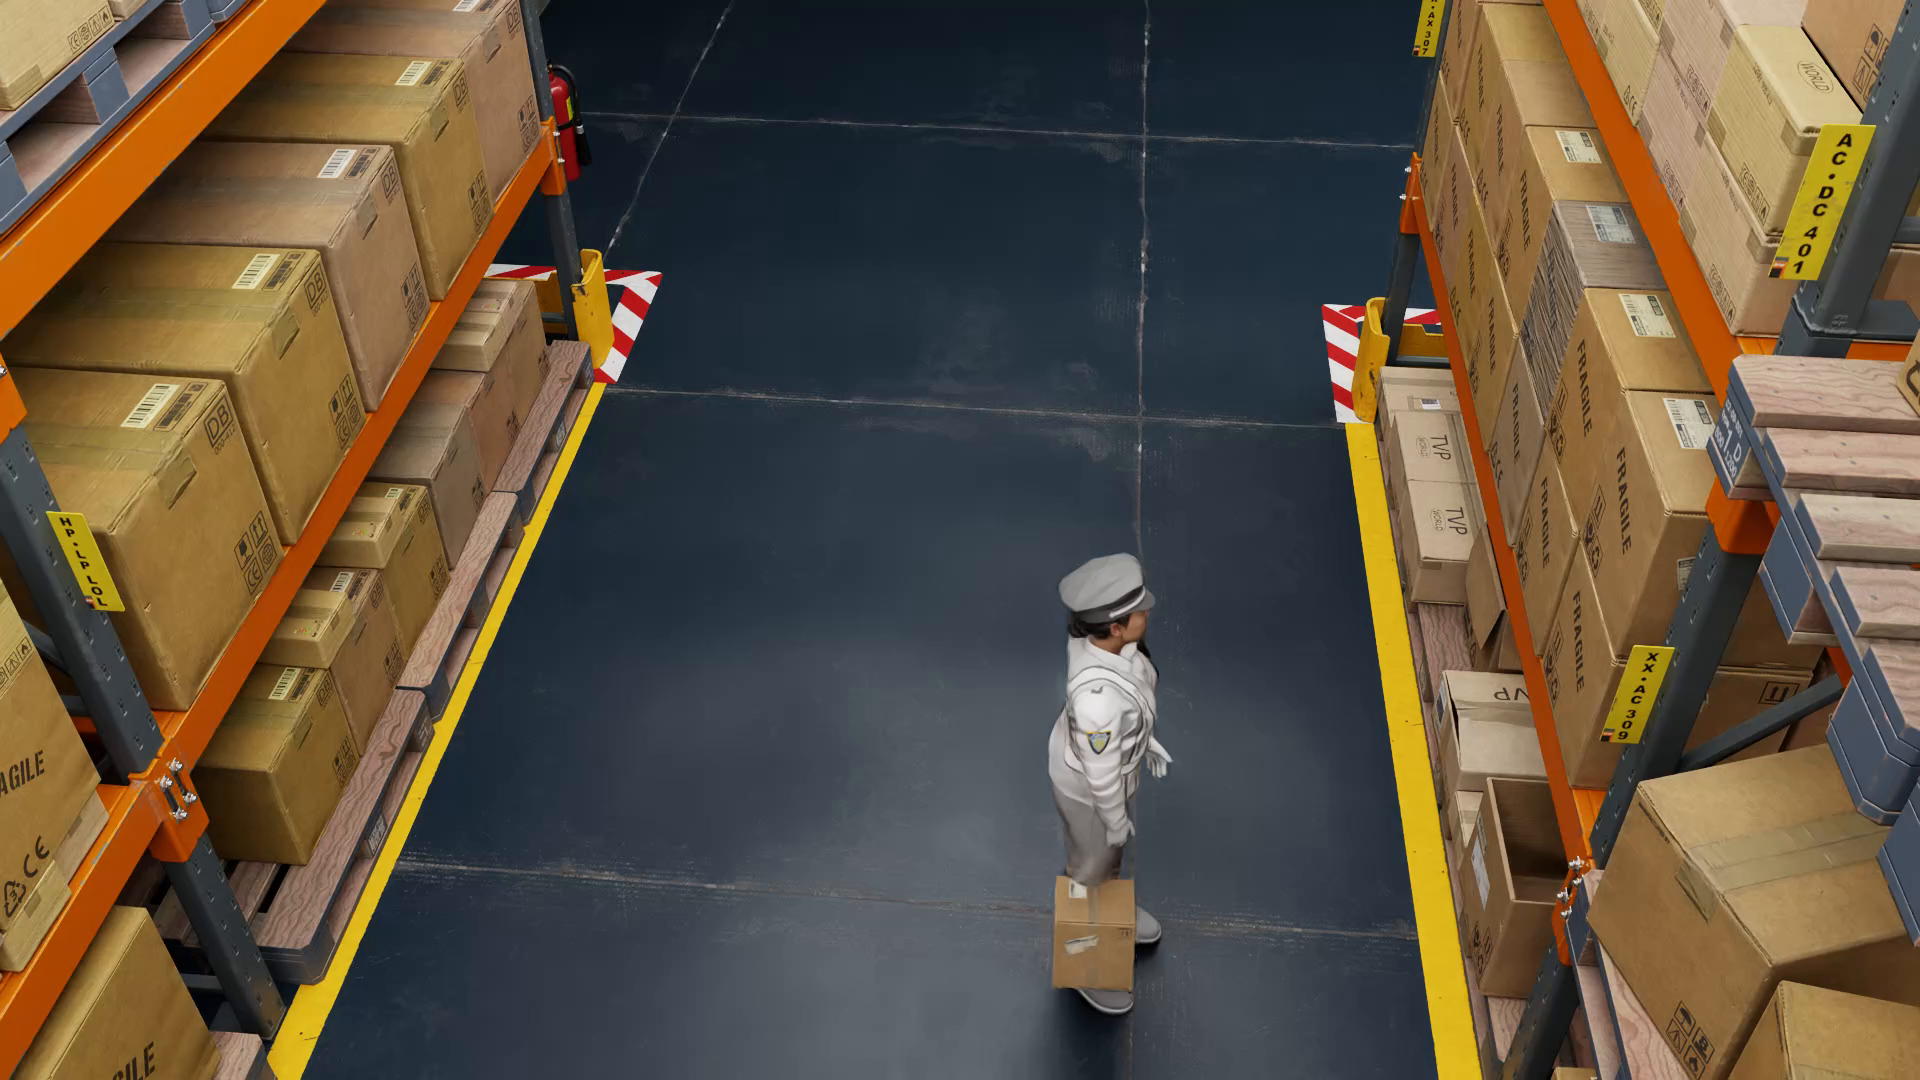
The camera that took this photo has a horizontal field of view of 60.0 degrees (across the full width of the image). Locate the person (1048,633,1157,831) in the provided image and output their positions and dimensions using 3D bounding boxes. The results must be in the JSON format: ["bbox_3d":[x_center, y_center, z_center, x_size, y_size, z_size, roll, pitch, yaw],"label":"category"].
[{"bbox_3d":[0.433,0.514,5.020,0.324,0.602,0.501,4,40,5],"label":"person"}]
